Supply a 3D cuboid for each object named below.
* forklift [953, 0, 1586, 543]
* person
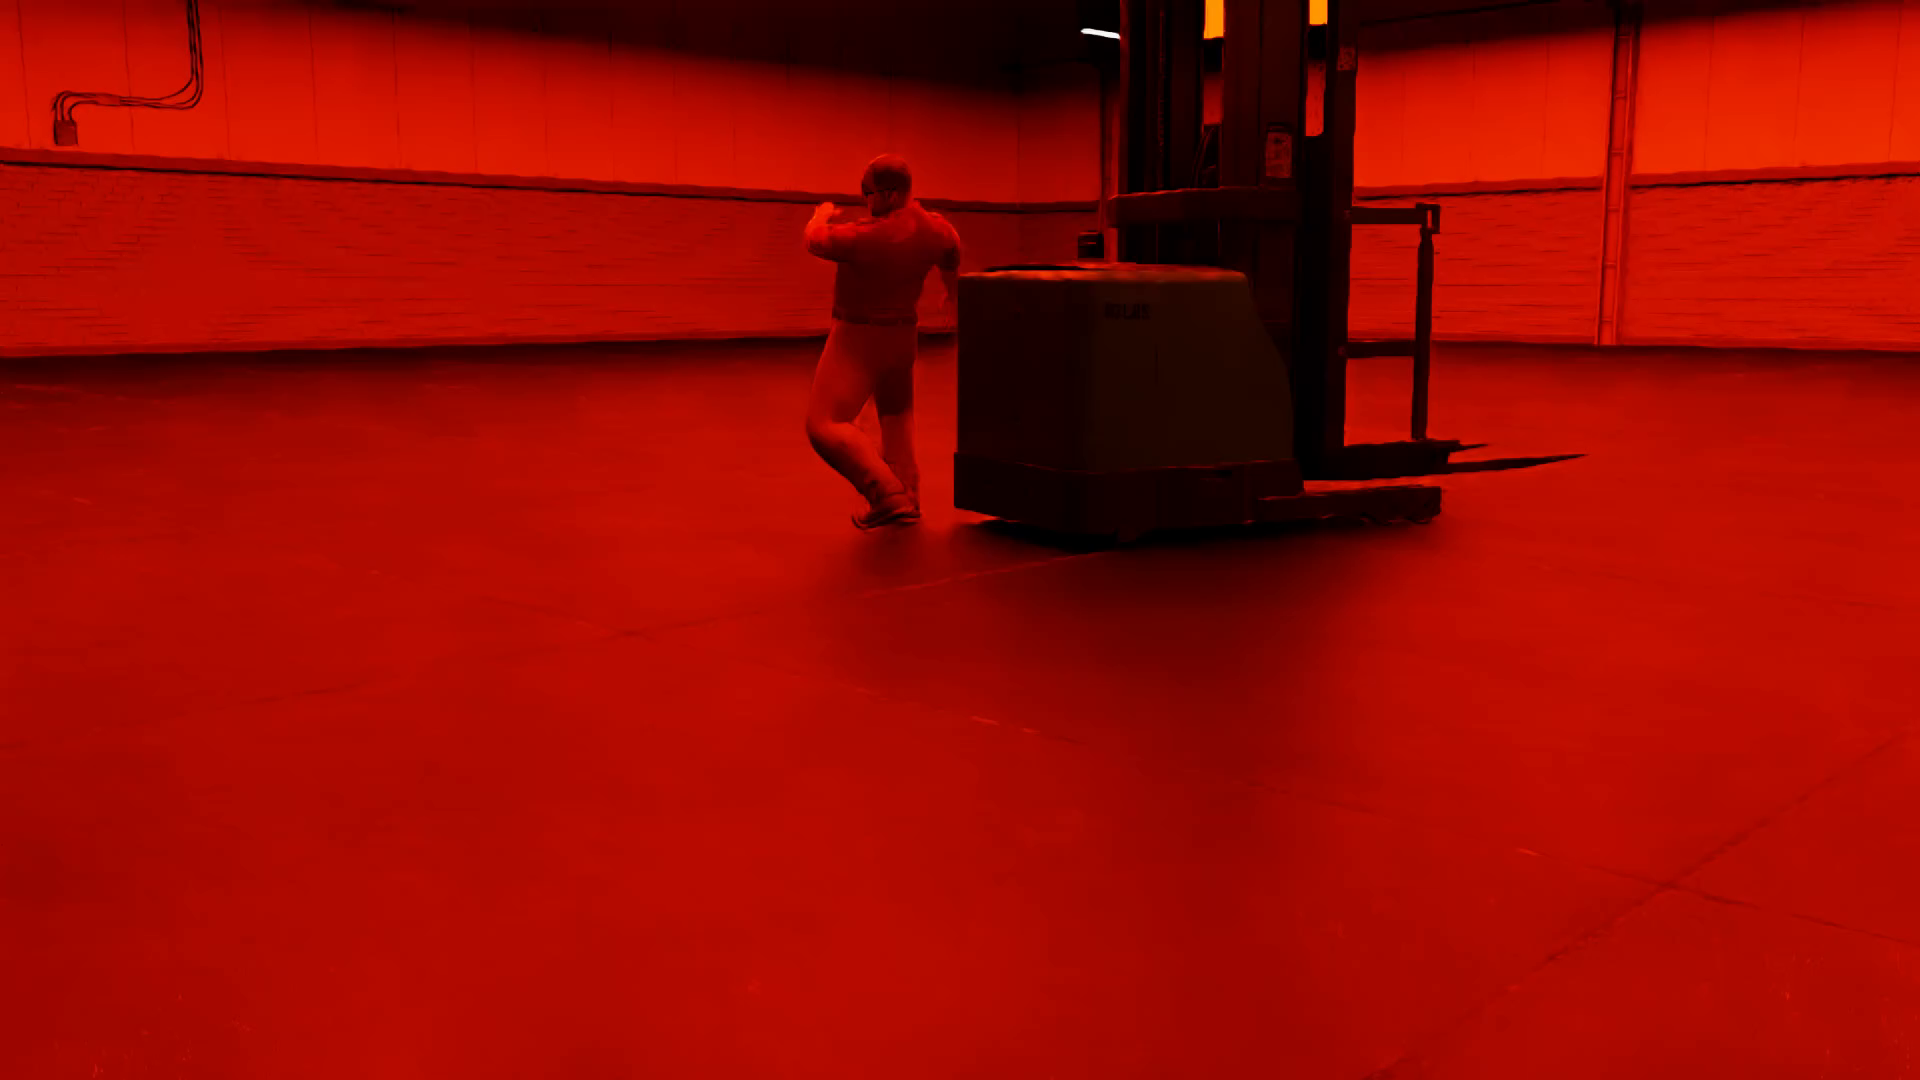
[{"bbox_3d":[1.510,-1.573,7.322,3.031,2.935,1.130,-5,10,-29],"label":"forklift"},{"bbox_3d":[-0.288,-0.835,7.022,0.811,1.502,0.953,7,11,37],"label":"person"}]
